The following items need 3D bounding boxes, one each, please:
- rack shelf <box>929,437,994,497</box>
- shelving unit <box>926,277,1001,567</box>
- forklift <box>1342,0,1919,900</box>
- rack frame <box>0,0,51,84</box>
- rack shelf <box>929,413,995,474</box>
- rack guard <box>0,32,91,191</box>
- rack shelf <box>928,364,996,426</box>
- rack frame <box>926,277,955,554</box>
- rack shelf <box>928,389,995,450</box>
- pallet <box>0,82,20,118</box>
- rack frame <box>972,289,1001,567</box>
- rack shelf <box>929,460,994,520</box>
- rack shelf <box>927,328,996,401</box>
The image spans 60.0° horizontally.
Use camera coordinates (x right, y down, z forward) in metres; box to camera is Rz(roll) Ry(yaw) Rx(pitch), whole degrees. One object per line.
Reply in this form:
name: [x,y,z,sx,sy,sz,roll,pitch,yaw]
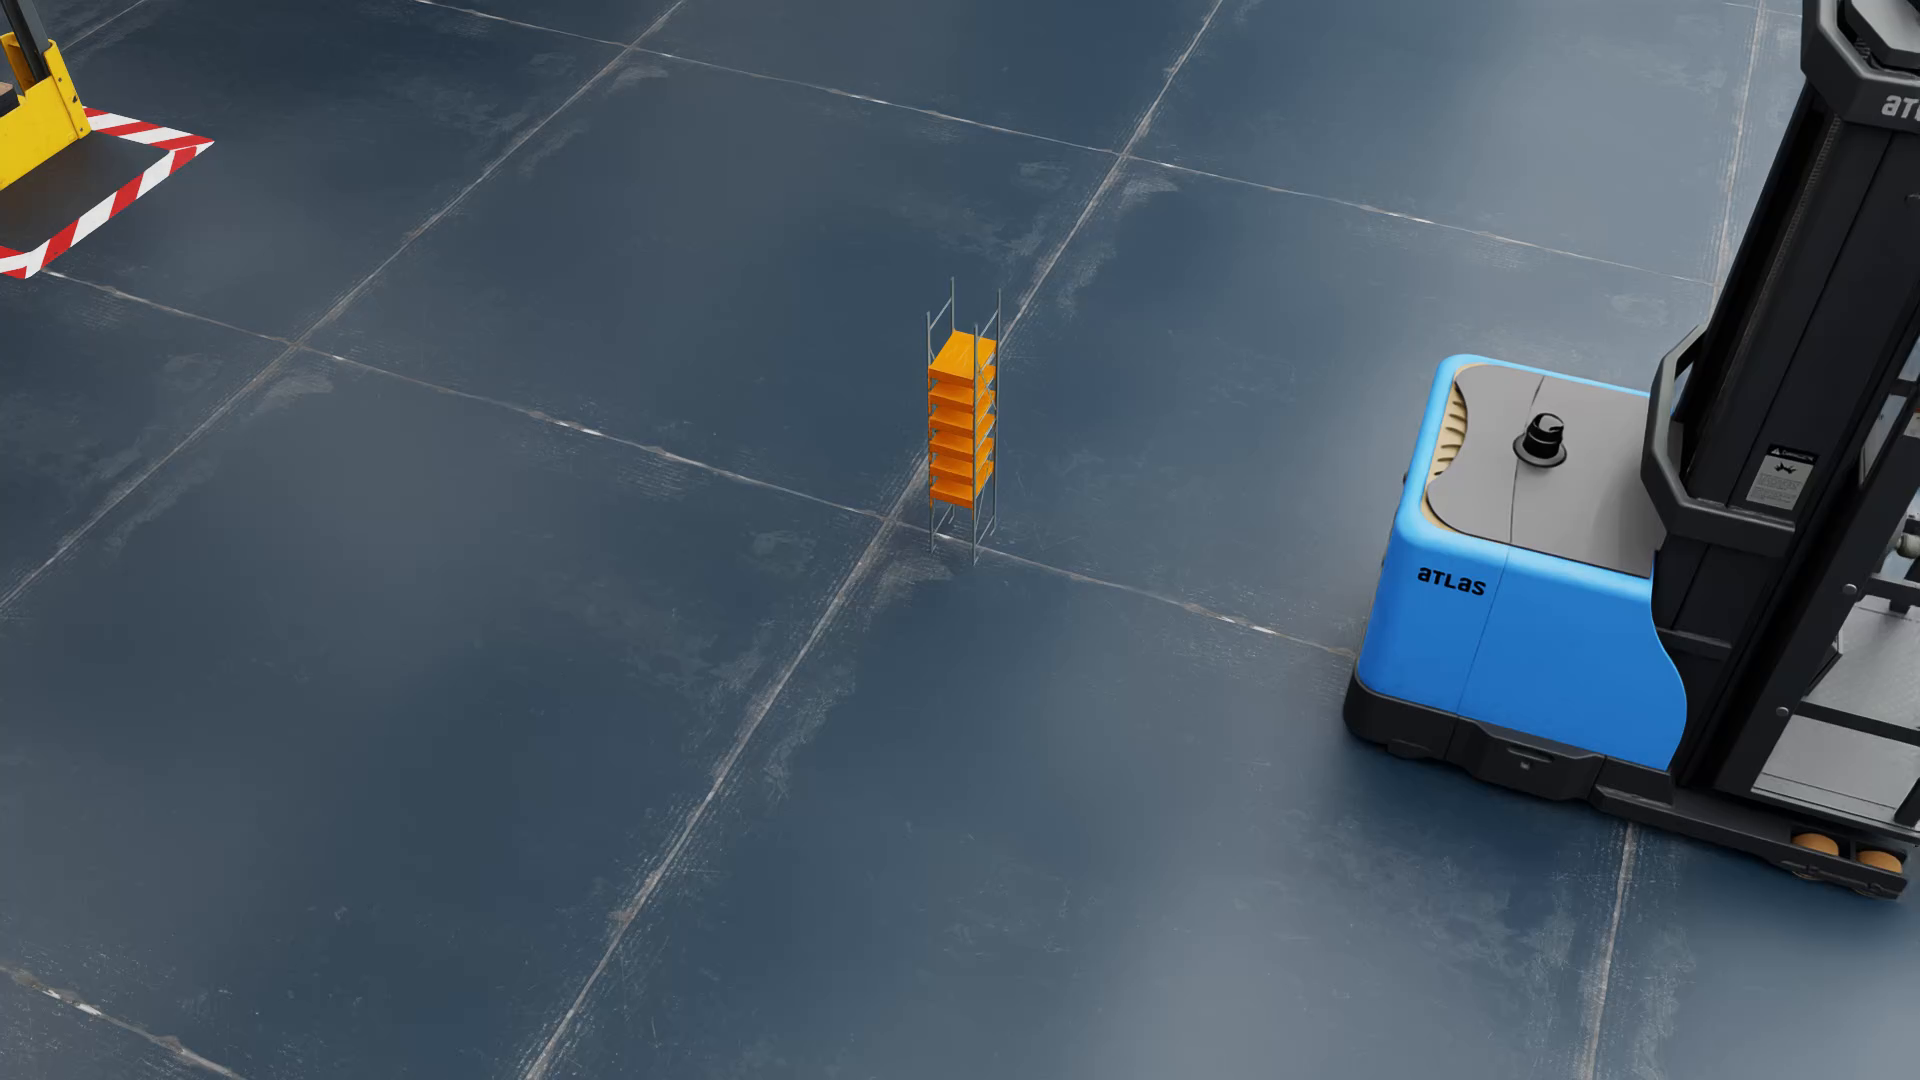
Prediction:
rack shelf: [0.013,-0.305,6.439,0.180,0.103,0.258,16,47,16]
shelving unit: [0.013,-0.421,6.323,0.189,1.200,0.258,16,47,16]
forklift: [2.954,-0.273,4.947,3.031,2.935,1.130,15,47,14]
rack frame: [-4.962,-2.968,7.607,0.127,3.000,1.000,16,47,16]
rack shelf: [0.013,-0.390,6.354,0.180,0.103,0.258,16,47,16]
rack guard: [-5.051,-2.072,8.478,0.348,0.500,1.175,16,47,16]
rack shelf: [0.013,-0.560,6.185,0.180,0.103,0.258,16,47,16]
rack frame: [-0.071,-0.446,6.348,0.006,1.200,0.240,16,47,16]
rack shelf: [0.013,-0.475,6.270,0.180,0.103,0.258,16,47,16]
pallet: [-5.798,-2.194,8.806,1.213,0.211,1.003,16,47,16]
rack frame: [0.098,-0.397,6.298,0.006,1.200,0.240,16,47,16]
rack shelf: [0.013,-0.220,6.523,0.180,0.103,0.258,16,47,16]
rack shelf: [0.013,-0.645,6.100,0.180,0.103,0.258,16,47,16]
